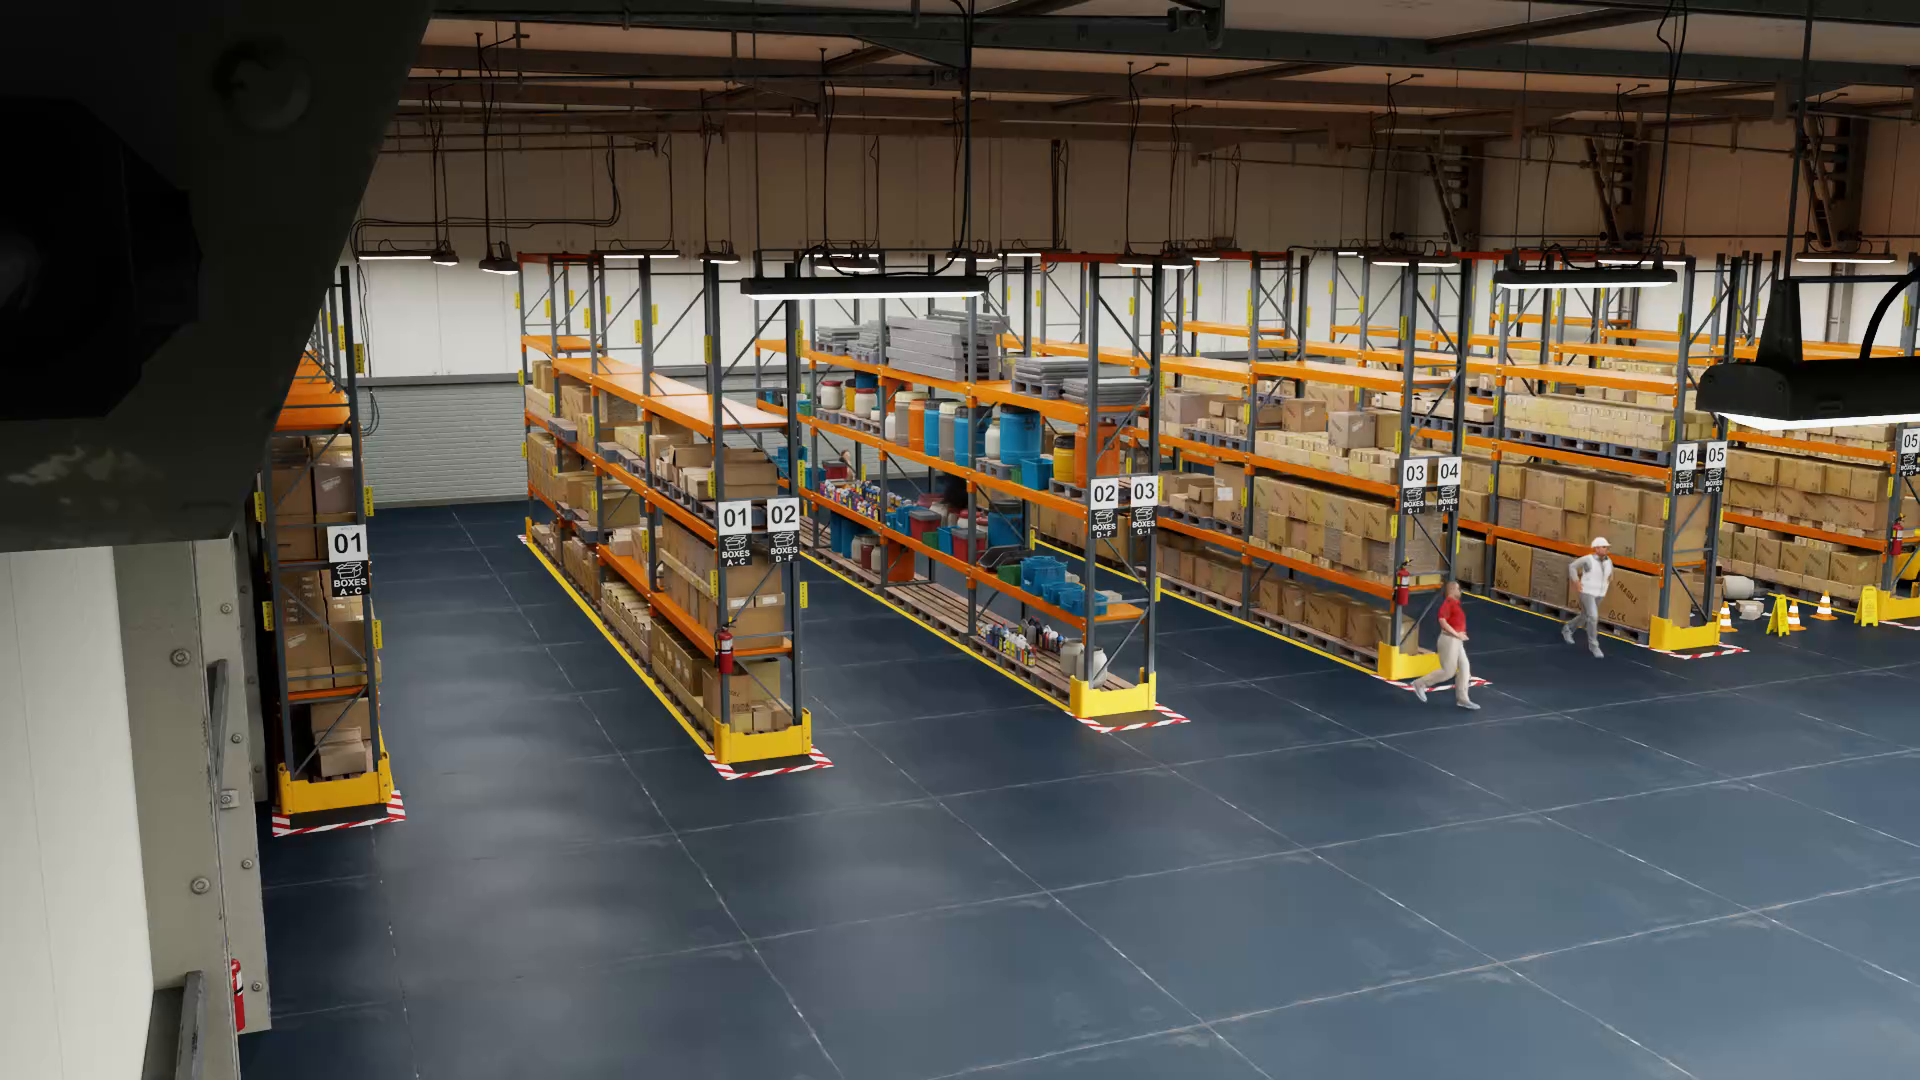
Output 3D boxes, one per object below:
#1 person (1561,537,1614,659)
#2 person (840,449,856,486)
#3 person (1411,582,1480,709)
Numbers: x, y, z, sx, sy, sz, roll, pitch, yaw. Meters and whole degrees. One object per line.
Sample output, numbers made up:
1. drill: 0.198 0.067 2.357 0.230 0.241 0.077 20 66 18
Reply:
1. person: 9.727 0.830 25.556 0.669 1.781 0.994 -5 11 -24
2. person: -2.480 -1.274 37.585 0.559 1.584 0.828 9 14 40
3. person: 6.691 1.407 22.659 0.917 1.682 0.724 5 11 25
